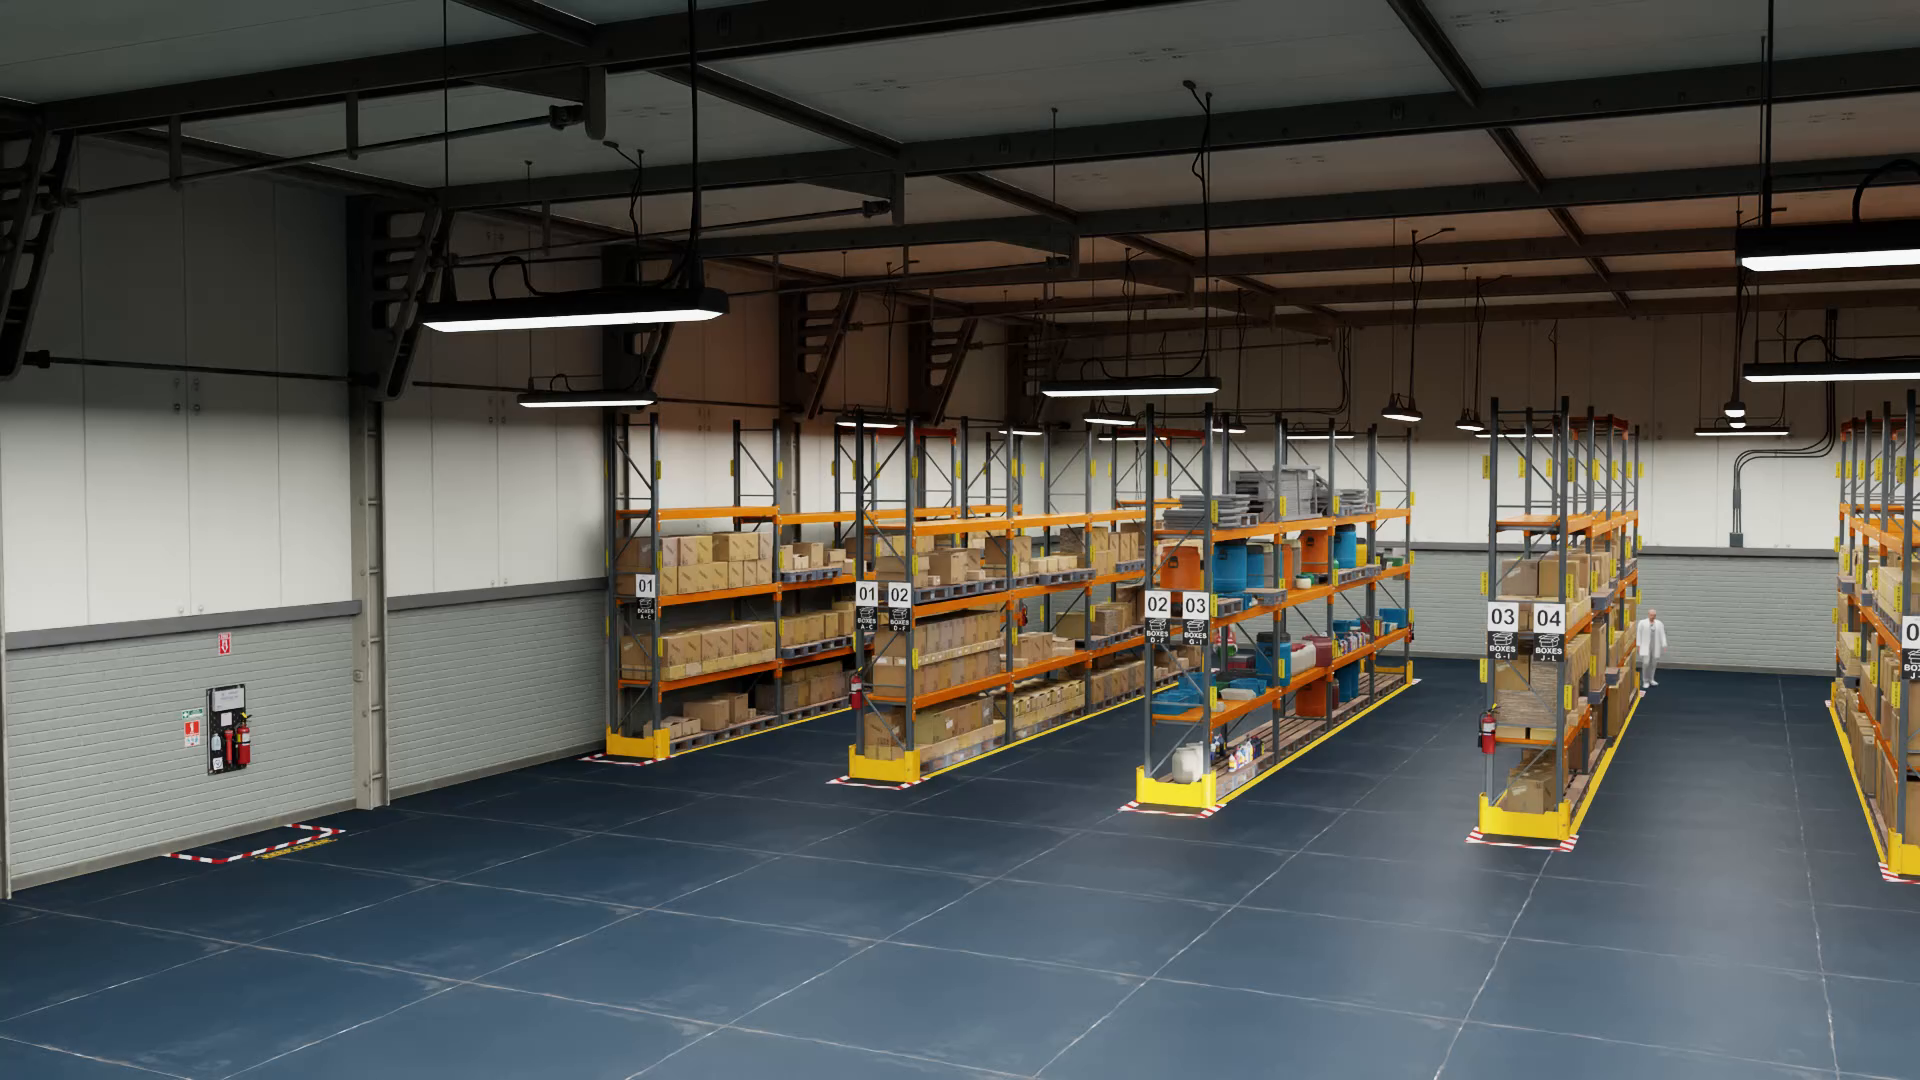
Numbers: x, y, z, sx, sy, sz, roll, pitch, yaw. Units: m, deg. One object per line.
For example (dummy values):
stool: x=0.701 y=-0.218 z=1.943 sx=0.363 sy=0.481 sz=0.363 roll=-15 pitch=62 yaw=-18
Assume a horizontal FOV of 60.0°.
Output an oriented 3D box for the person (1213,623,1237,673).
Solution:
person: x=6.200 y=2.483 z=38.889 sx=0.573 sy=1.783 sz=0.540 roll=1 pitch=3 yaw=25

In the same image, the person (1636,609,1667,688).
person: x=15.975 y=2.519 z=38.437 sx=0.646 sy=1.854 sz=0.555 roll=0 pitch=2 yaw=5
